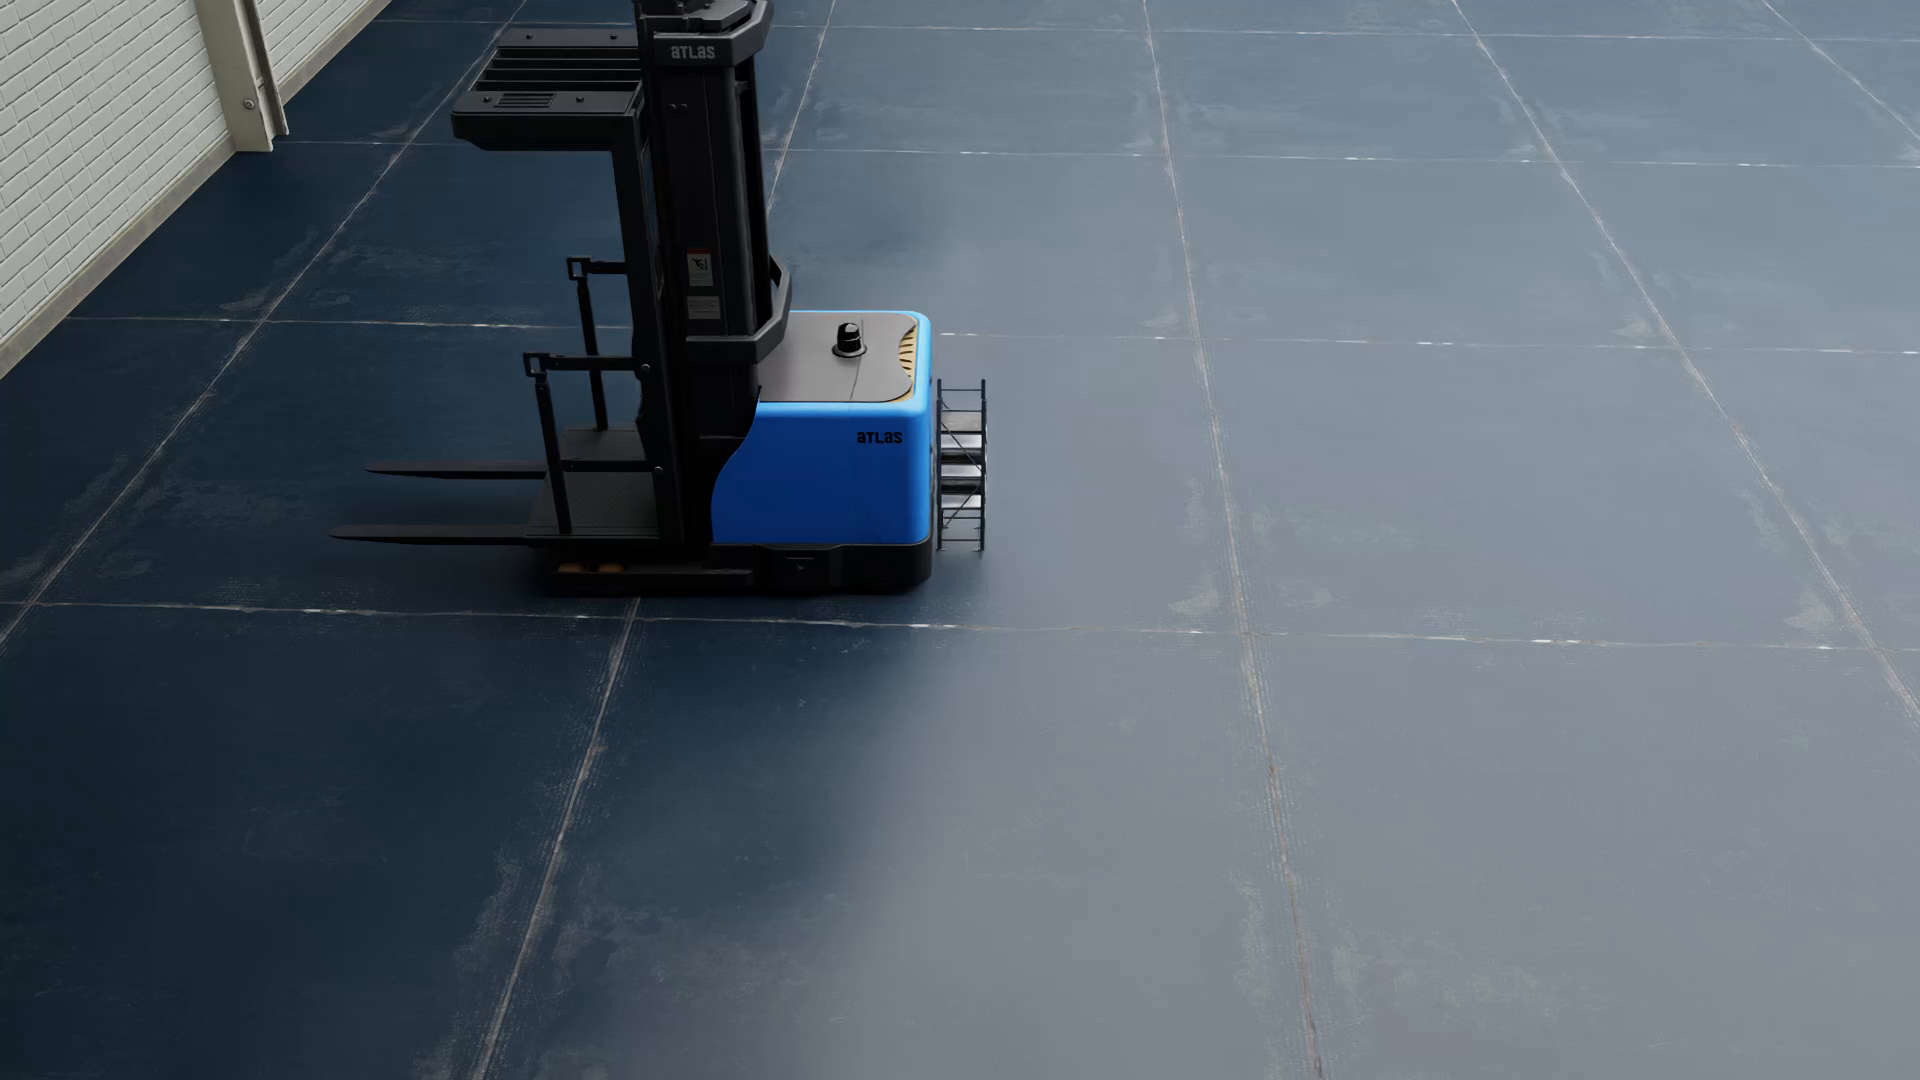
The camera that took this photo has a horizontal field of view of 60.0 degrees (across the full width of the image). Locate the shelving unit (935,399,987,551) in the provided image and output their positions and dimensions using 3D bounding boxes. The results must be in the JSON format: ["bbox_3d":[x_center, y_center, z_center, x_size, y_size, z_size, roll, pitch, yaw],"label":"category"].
[{"bbox_3d":[0.006,-0.373,8.443,0.258,0.900,0.205,0,35,0],"label":"shelving unit"}]

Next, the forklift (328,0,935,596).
[{"bbox_3d":[-1.655,-1.200,7.909,3.031,2.867,1.129,0,35,0],"label":"forklift"}]

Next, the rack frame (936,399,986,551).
[{"bbox_3d":[0.005,-0.315,8.362,0.240,0.900,0.006,0,35,0],"label":"rack frame"}]

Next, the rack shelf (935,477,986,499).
[{"bbox_3d":[0.006,-0.273,8.516,0.258,0.077,0.200,0,35,0],"label":"rack shelf"}]

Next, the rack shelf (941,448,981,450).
[{"bbox_3d":[0.006,-0.506,8.351,0.199,0.015,0.184,0,35,0],"label":"rack shelf"}]

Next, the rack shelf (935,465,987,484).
[{"bbox_3d":[0.006,-0.347,8.464,0.258,0.077,0.200,0,35,0],"label":"rack shelf"}]

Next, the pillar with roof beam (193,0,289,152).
[{"bbox_3d":[-1.244,-6.743,10.464,9.100,9.000,0.400,1,35,2],"label":"pillar with roof beam"}]

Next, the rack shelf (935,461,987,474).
[{"bbox_3d":[0.006,-0.420,8.412,0.258,0.077,0.200,0,35,0],"label":"rack shelf"}]

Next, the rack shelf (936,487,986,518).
[{"bbox_3d":[0.006,-0.200,8.568,0.258,0.077,0.200,0,35,0],"label":"rack shelf"}]

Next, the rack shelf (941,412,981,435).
[{"bbox_3d":[0.006,-0.584,8.296,0.221,0.026,0.190,0,35,0],"label":"rack shelf"}]
